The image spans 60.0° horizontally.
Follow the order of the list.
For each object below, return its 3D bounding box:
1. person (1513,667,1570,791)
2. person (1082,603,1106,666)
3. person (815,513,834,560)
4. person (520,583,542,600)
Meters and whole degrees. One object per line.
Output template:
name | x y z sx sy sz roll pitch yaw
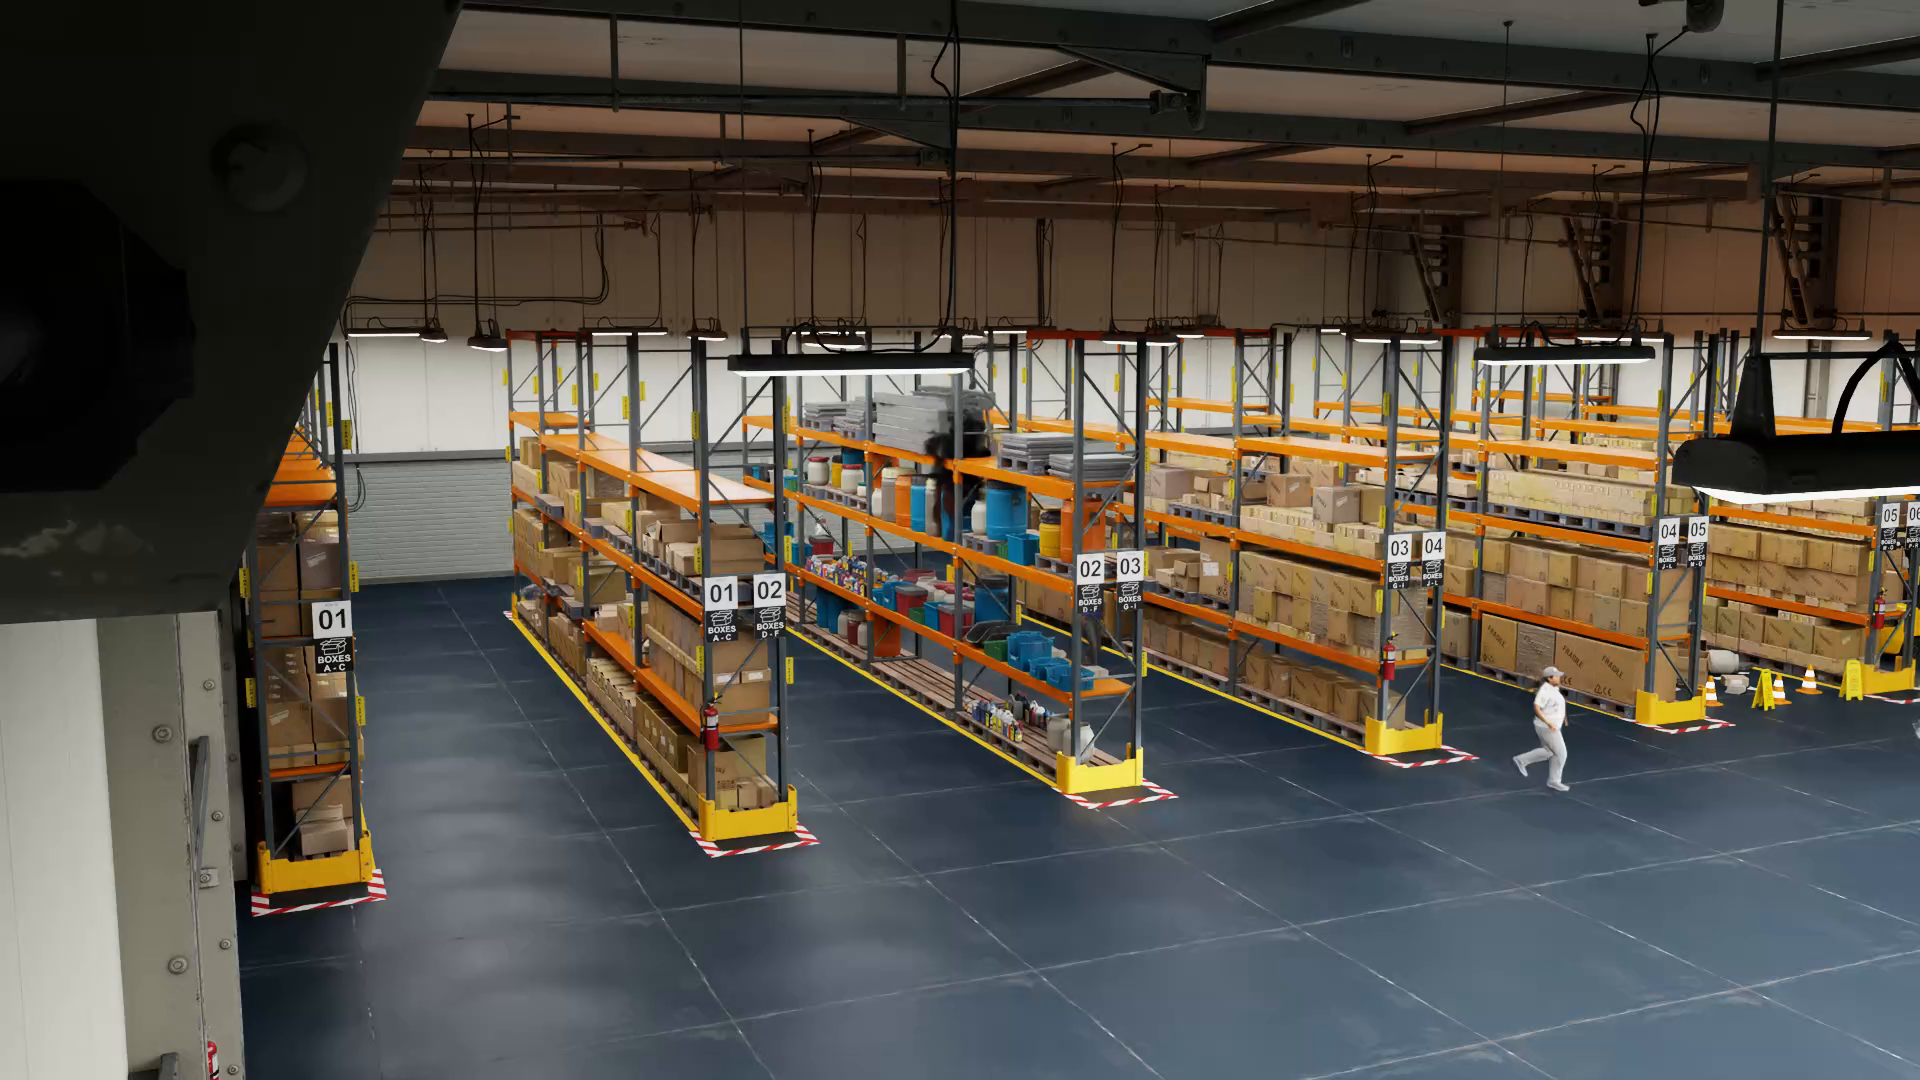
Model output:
person | 7.836 2.507 22.298 0.731 1.654 0.633 4 9 25
person | 2.323 1.514 29.531 0.585 1.651 0.727 -3 8 -23
person | -3.246 0.173 39.323 0.558 1.657 0.574 -2 8 -17
person | -9.248 0.581 35.973 0.615 1.738 0.677 -1 8 -7
